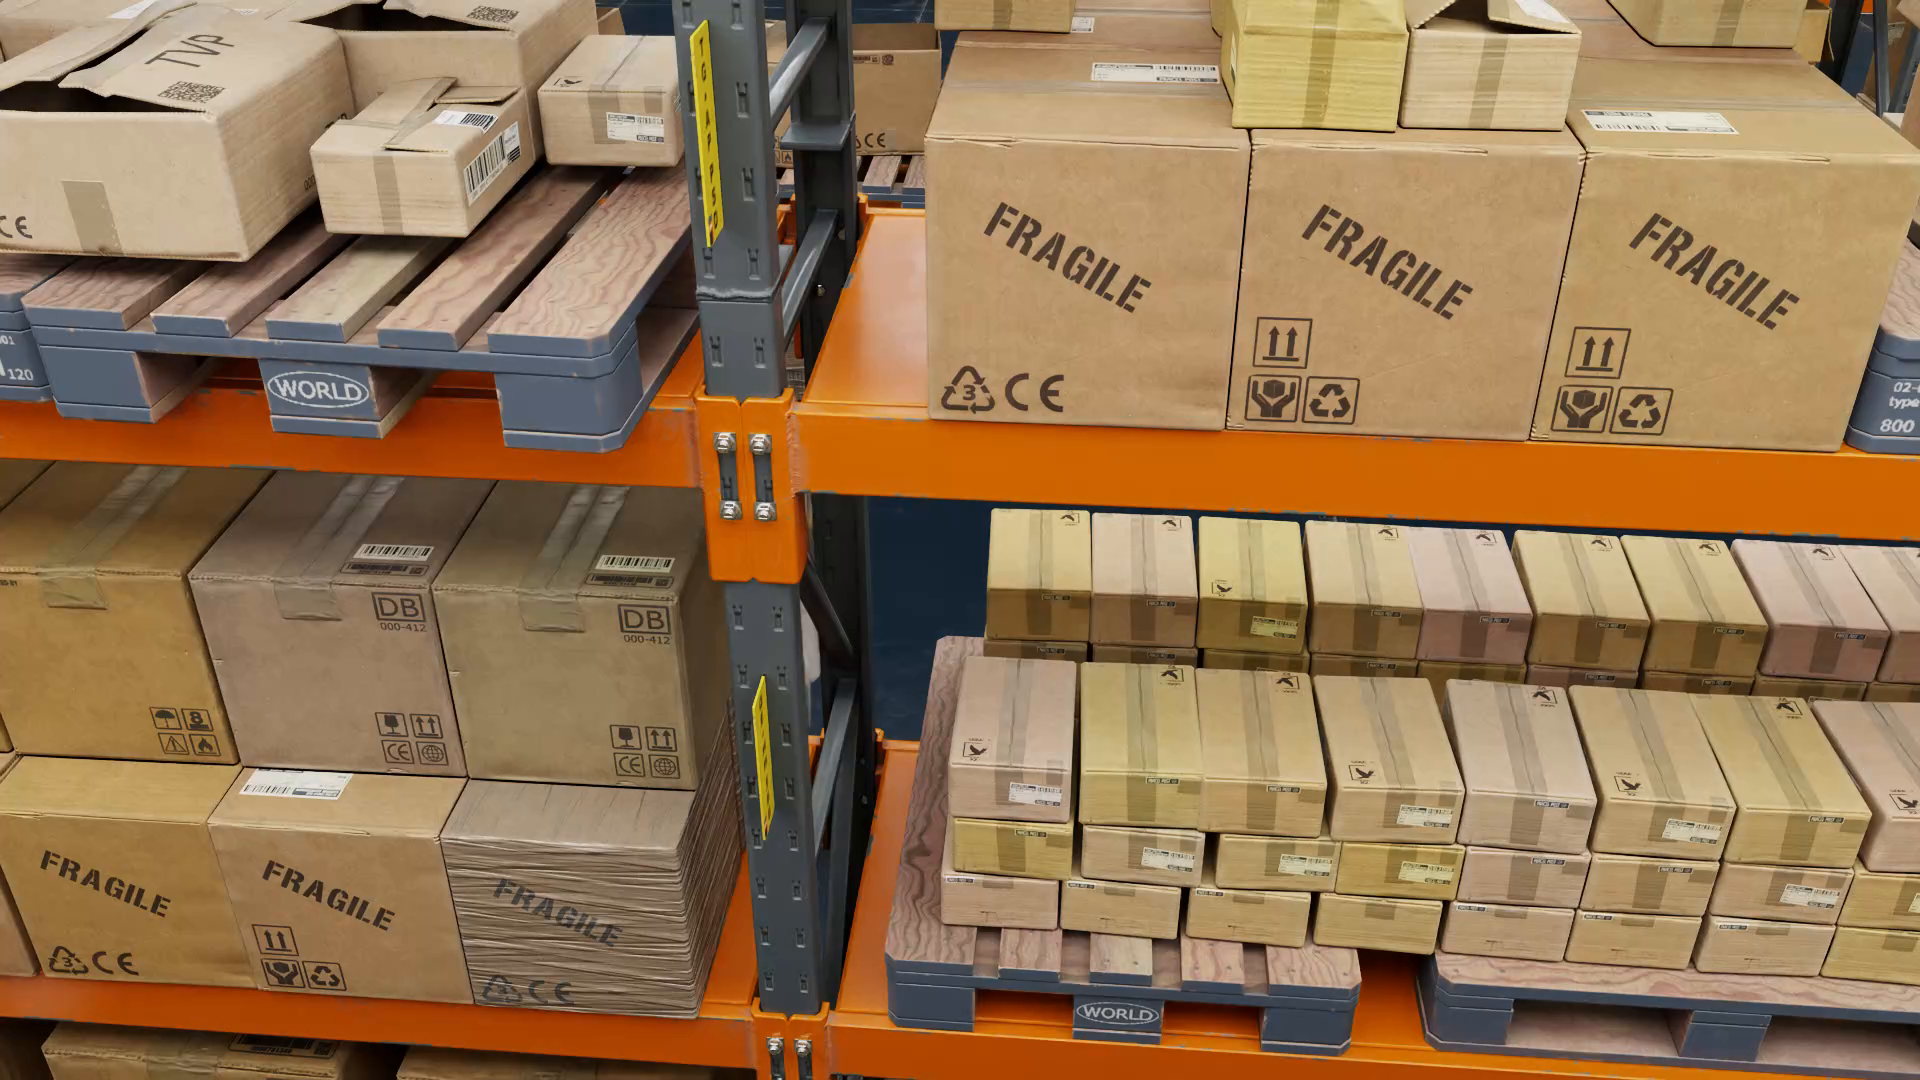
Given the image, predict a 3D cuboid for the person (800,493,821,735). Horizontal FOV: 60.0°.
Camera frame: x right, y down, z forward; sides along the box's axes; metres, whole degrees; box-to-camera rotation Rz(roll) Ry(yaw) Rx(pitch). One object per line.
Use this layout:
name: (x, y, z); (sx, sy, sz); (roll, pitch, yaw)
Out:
person: (-0.685, 0.283, 5.653); (0.683, 1.775, 0.610); (-6, 32, -9)
